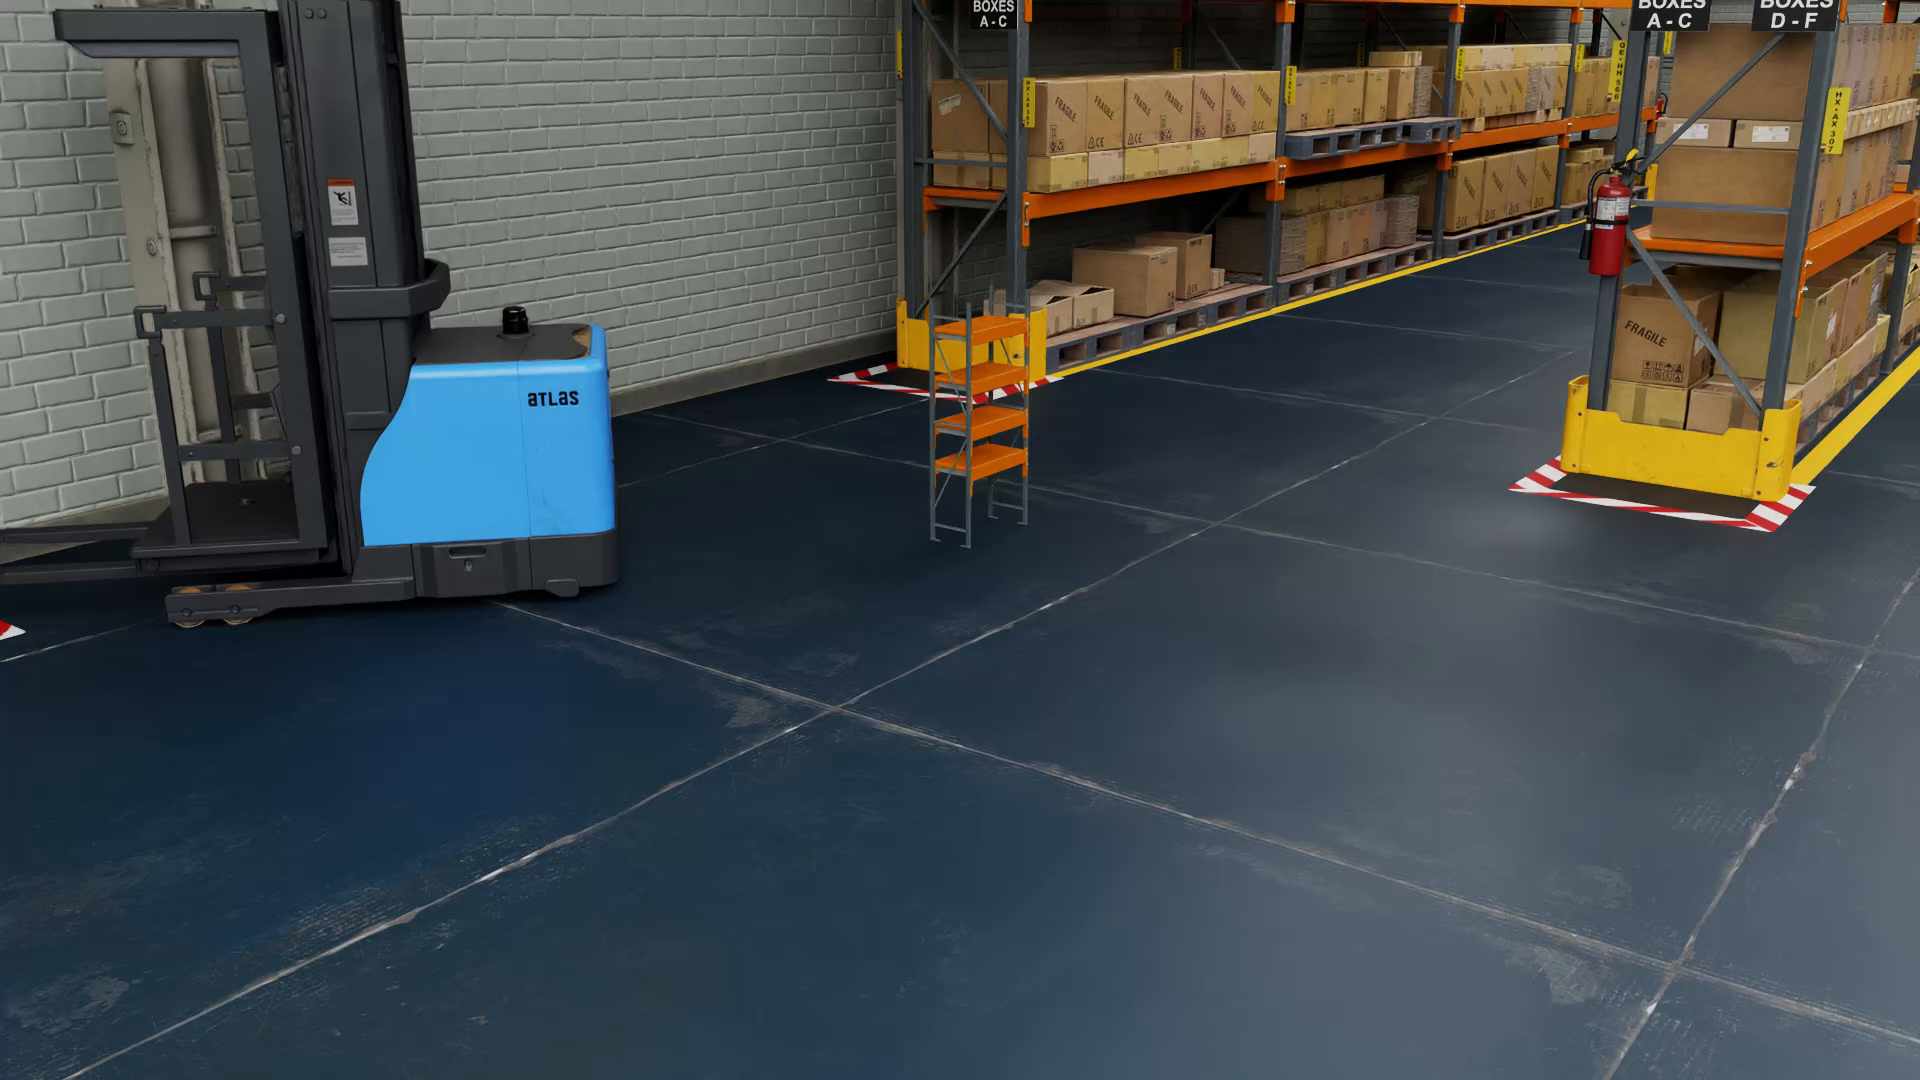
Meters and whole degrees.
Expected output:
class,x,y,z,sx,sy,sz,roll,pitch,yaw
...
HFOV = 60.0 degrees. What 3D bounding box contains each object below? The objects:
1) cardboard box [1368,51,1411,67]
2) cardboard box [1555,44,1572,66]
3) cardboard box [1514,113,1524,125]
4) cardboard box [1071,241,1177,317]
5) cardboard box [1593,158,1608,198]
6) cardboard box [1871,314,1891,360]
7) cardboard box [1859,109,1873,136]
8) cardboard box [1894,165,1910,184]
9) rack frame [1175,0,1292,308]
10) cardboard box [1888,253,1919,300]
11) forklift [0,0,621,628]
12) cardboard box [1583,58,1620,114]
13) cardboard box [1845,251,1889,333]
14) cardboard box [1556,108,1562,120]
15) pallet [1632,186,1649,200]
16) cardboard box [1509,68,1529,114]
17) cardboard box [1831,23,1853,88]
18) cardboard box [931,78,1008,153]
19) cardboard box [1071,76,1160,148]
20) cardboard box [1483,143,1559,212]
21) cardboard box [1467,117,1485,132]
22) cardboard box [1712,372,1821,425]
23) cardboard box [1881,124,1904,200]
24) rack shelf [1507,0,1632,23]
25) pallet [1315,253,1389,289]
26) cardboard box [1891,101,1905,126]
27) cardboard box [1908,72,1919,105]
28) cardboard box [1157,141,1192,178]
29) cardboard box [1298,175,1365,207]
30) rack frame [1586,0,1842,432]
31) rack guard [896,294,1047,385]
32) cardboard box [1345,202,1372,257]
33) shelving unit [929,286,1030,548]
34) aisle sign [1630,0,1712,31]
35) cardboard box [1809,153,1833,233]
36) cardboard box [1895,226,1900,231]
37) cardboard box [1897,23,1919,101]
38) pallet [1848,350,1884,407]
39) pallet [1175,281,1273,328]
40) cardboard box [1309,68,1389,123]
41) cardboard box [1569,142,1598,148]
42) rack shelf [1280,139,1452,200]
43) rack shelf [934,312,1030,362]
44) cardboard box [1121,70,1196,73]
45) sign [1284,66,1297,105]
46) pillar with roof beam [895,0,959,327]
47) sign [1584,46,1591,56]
class,x,y,z,sx,sy,sz,roll,pitch,yaw
cardboard box,4.434,-4.960,17.154,0.380,0.149,0.250,9,19,26
cardboard box,7.106,-5.913,20.258,0.500,0.250,0.500,13,22,36
cardboard box,6.412,-4.976,19.600,0.380,0.149,0.250,12,21,33
cardboard box,1.330,-2.121,13.488,0.700,0.500,0.500,11,20,31
cardboard box,8.316,-4.920,22.535,0.700,0.500,0.500,13,21,36
cardboard box,6.292,-1.470,11.849,0.500,0.250,0.500,12,21,35
cardboard box,5.332,-2.558,10.161,0.380,0.149,0.250,13,21,35
cardboard box,7.085,-2.787,12.584,0.380,0.149,0.250,12,21,35
rack frame,2.412,-3.606,14.799,1.000,3.000,0.127,12,21,35
cardboard box,7.141,-2.060,12.802,0.500,0.311,0.500,12,21,34
forklift,-3.090,-1.198,7.161,3.031,2.935,1.130,-3,18,-11
cardboard box,8.380,-6.129,22.418,0.980,0.700,0.700,11,20,32
cardboard box,5.984,-1.711,11.361,0.500,0.500,0.500,12,21,35
cardboard box,7.204,-5.271,20.549,0.380,0.149,0.250,13,21,35
pallet,9.148,-4.929,23.759,1.003,0.211,1.213,12,21,35
cardboard box,6.210,-5.195,19.212,0.500,0.500,0.500,13,22,36
cardboard box,4.638,-2.694,9.506,0.700,0.500,0.500,12,21,33
cardboard box,0.139,-3.100,12.122,0.500,0.500,0.500,12,21,34
cardboard box,1.170,-3.248,12.601,0.500,0.500,0.500,12,21,33
cardboard box,6.896,-4.508,20.619,0.750,0.750,0.750,13,21,35
cardboard box,5.561,-4.593,18.366,0.380,0.149,0.250,13,22,36
cardboard box,4.802,-0.875,9.931,0.500,0.250,0.500,12,21,35
cardboard box,6.133,-2.673,11.625,0.700,0.500,0.500,12,21,33
rack shelf,8.370,-7.077,22.131,1.077,0.370,4.000,12,21,35
pallet,3.601,-2.752,16.750,1.003,0.211,1.213,12,21,35
cardboard box,6.099,-2.865,11.151,0.380,0.149,0.250,12,21,33
cardboard box,9.060,-4.103,15.521,0.700,0.500,0.500,5,18,16
cardboard box,1.483,-3.018,13.124,0.500,0.250,0.500,13,21,35
cardboard box,3.716,-3.505,16.681,0.500,0.250,0.500,12,21,34
rack frame,4.009,-1.779,8.915,1.000,3.000,0.127,12,21,35
rack guard,0.074,-1.478,12.160,1.175,0.500,0.348,12,21,35
cardboard box,3.734,-3.169,16.865,0.700,0.500,0.500,12,21,34
shelving unit,0.099,-0.612,8.193,0.258,1.200,0.503,12,21,35
aisle sign,3.734,-3.057,8.647,0.394,0.787,0.004,12,21,35
cardboard box,4.607,-2.062,9.657,0.700,0.500,0.500,13,22,36
cardboard box,8.228,-2.767,15.079,0.500,0.311,0.500,13,22,37
cardboard box,6.133,-3.292,11.432,0.700,0.500,0.500,13,21,35
pallet,5.885,-1.218,11.811,1.003,0.211,1.213,12,21,35
pallet,2.040,-2.109,14.678,1.003,0.211,1.213,12,21,35
cardboard box,3.799,-4.403,16.453,0.700,0.500,0.500,12,21,35
cardboard box,8.688,-5.482,23.250,0.380,0.149,0.250,13,21,35
rack shelf,3.603,-3.739,16.440,1.077,0.370,4.000,12,21,35
rack shelf,0.099,-0.988,8.076,0.258,0.148,0.480,12,21,35
cardboard box,1.653,-3.705,14.071,0.500,0.500,0.500,12,21,34
sign,2.852,-3.926,14.368,0.100,0.325,0.005,12,21,35
pillar with roof beam,3.208,-5.078,9.421,9.100,9.000,0.400,12,21,35
sign,9.120,-7.015,24.183,0.100,0.325,0.005,12,21,35
